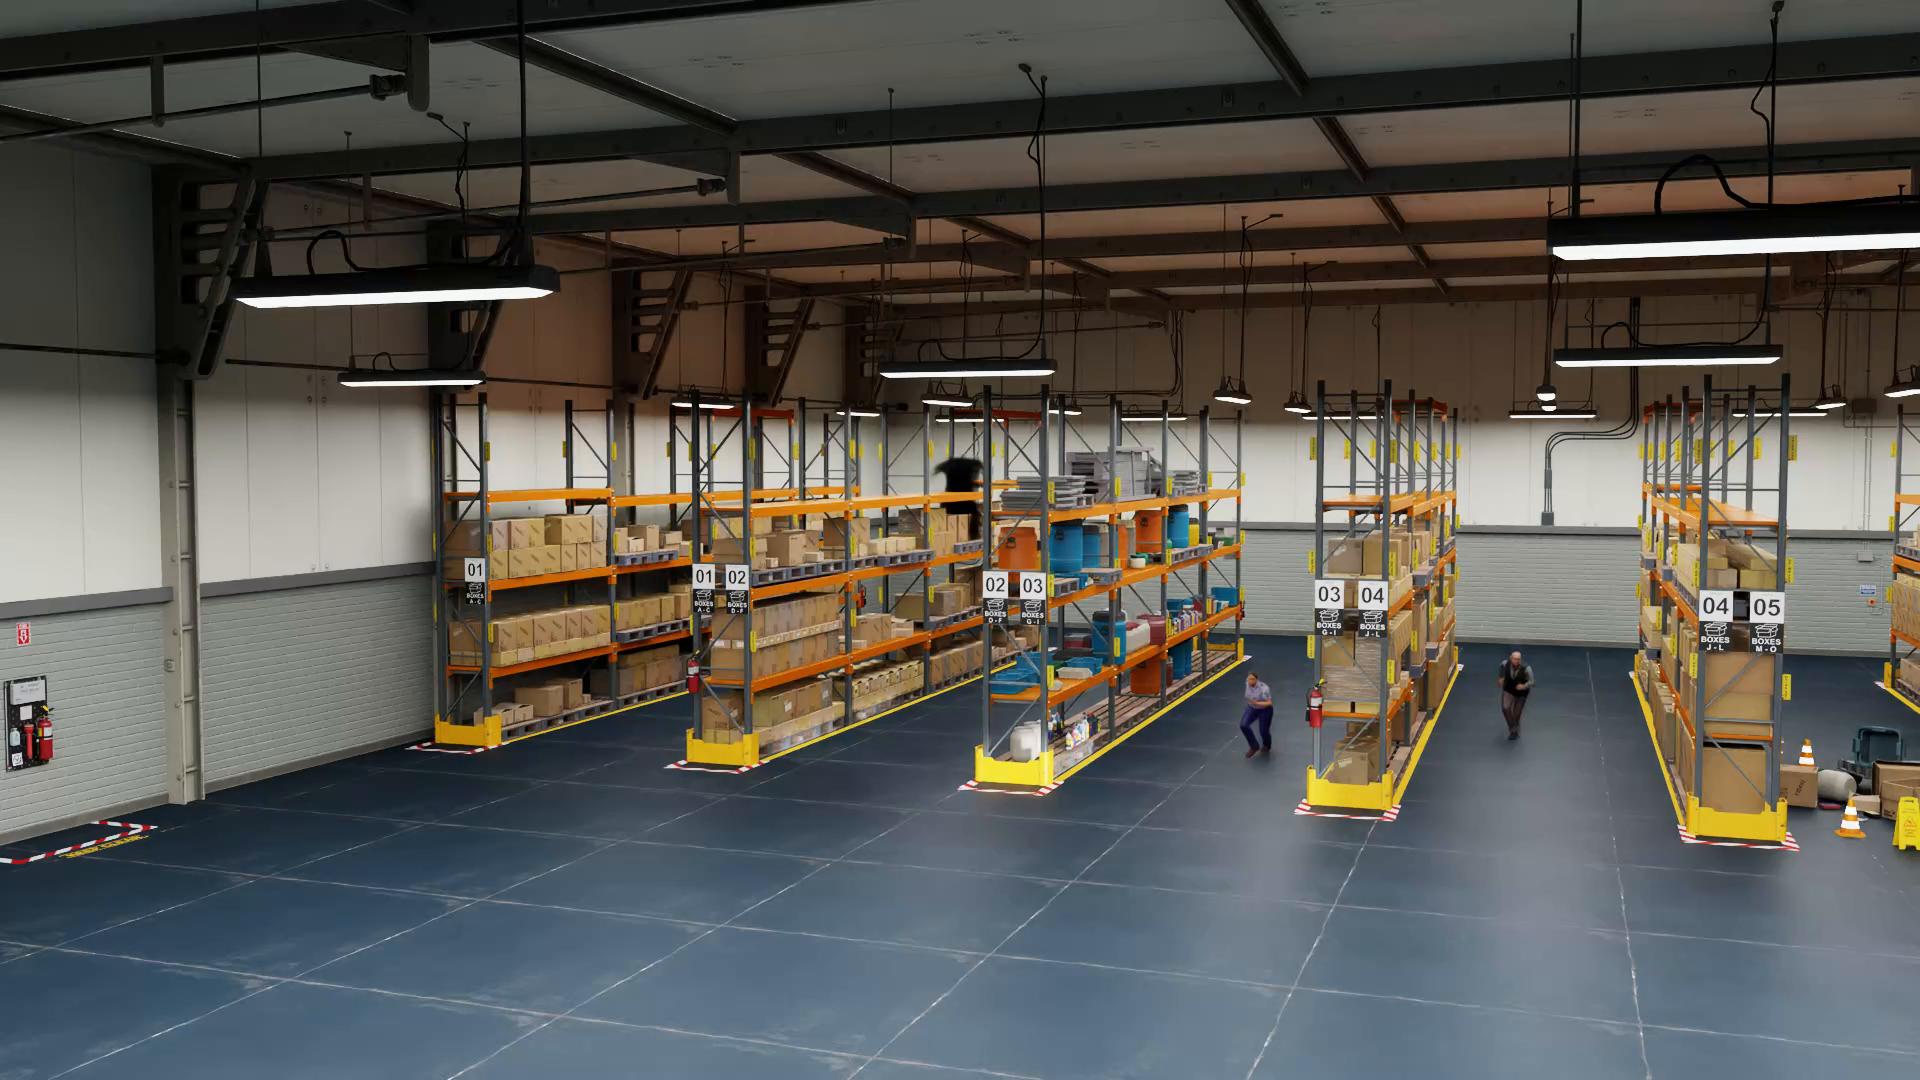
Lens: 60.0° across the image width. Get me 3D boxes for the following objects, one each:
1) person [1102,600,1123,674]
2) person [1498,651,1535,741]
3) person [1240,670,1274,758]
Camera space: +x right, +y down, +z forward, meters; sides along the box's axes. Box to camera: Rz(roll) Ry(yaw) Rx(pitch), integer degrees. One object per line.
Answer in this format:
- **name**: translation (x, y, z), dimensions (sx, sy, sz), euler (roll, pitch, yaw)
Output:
- **person**: translation (3.347, 2.142, 36.501), dimensions (0.686, 1.761, 1.046), euler (2, 3, 26)
- **person**: translation (9.665, 2.669, 28.880), dimensions (0.654, 1.545, 1.102), euler (1, 3, 23)
- **person**: translation (4.897, 2.820, 27.175), dimensions (0.601, 1.454, 1.062), euler (2, 4, 36)
